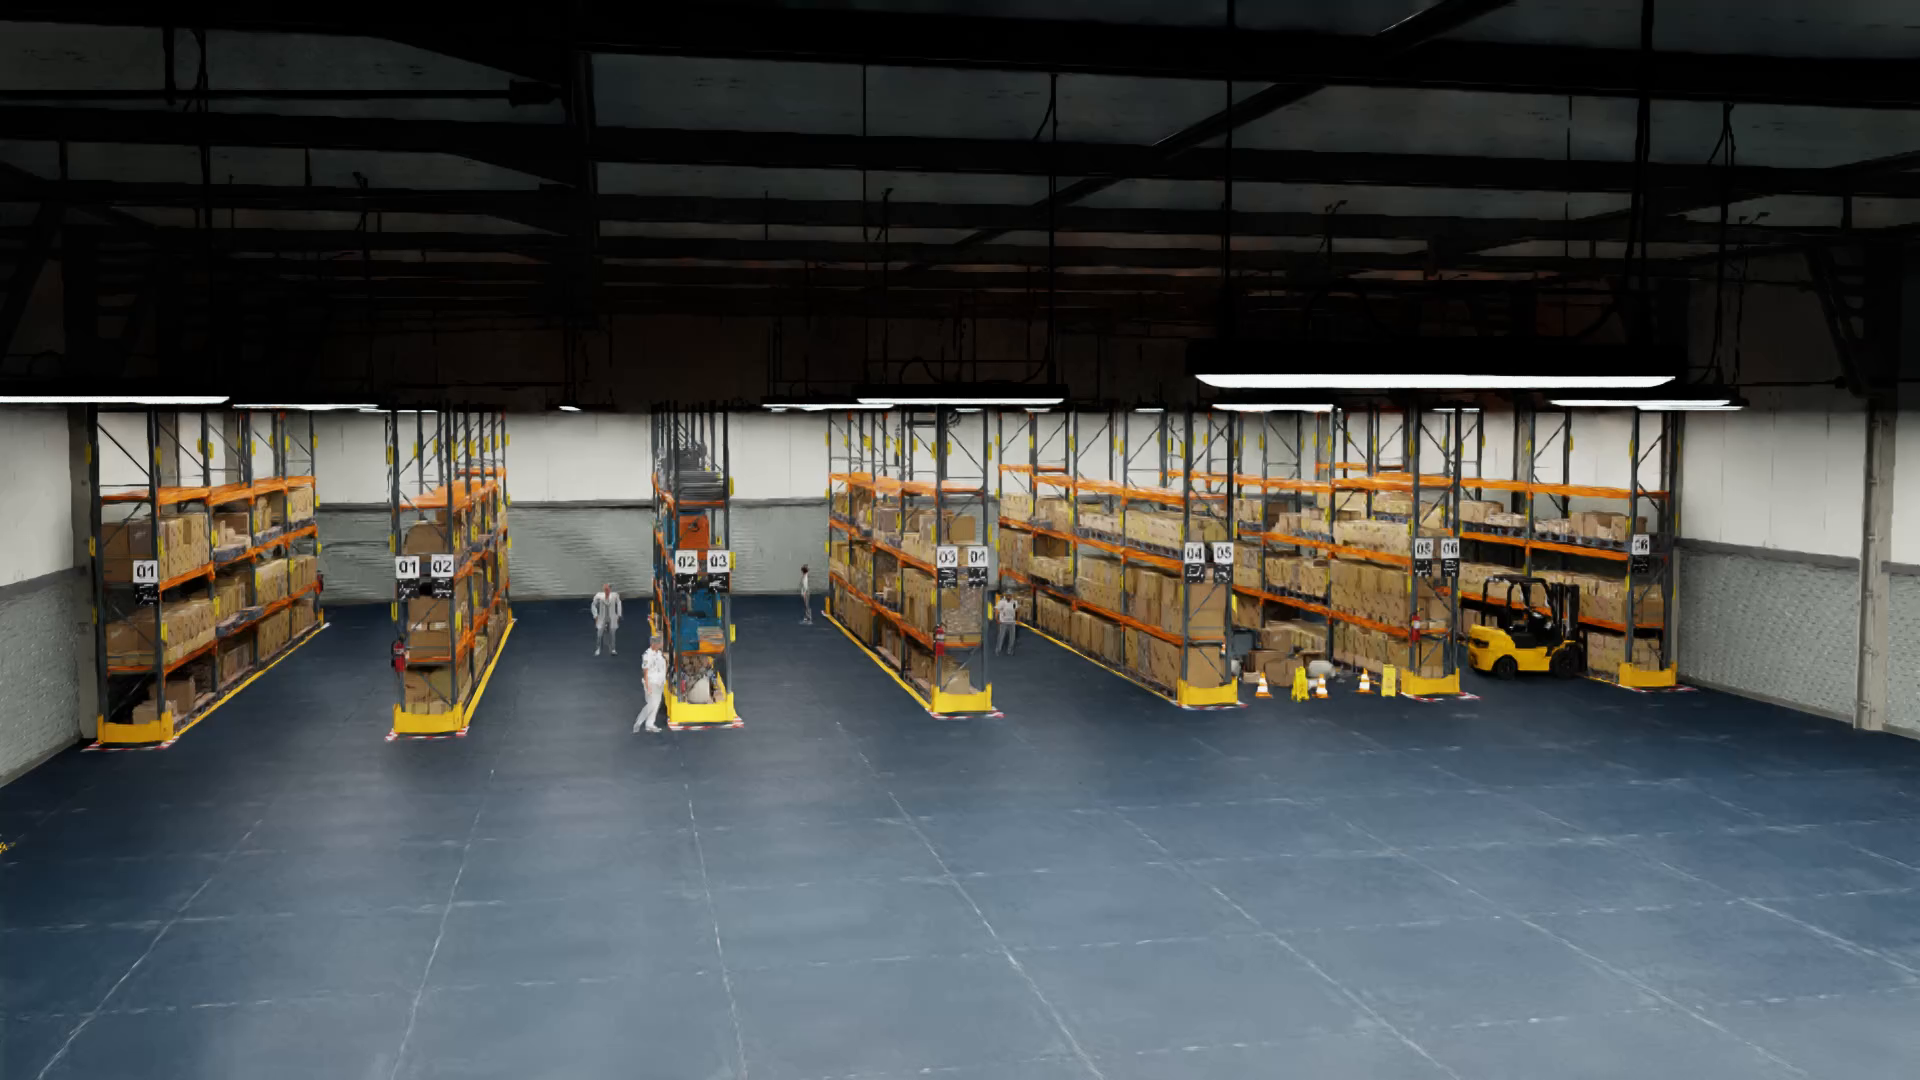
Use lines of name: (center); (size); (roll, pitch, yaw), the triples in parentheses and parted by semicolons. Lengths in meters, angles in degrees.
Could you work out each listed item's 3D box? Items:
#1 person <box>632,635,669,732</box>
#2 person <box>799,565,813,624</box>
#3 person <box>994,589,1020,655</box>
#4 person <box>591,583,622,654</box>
person: (-5.574, 2.595, 29.908); (0.507, 1.725, 0.712); (2, 5, 22)
person: (-4.223, 1.483, 45.567); (0.360, 1.596, 0.530); (-1, 4, -7)
person: (1.125, 1.950, 39.513); (0.625, 1.611, 0.575); (-1, 4, -13)
person: (-8.436, 1.870, 39.720); (0.729, 1.733, 0.546); (-1, 4, -13)
